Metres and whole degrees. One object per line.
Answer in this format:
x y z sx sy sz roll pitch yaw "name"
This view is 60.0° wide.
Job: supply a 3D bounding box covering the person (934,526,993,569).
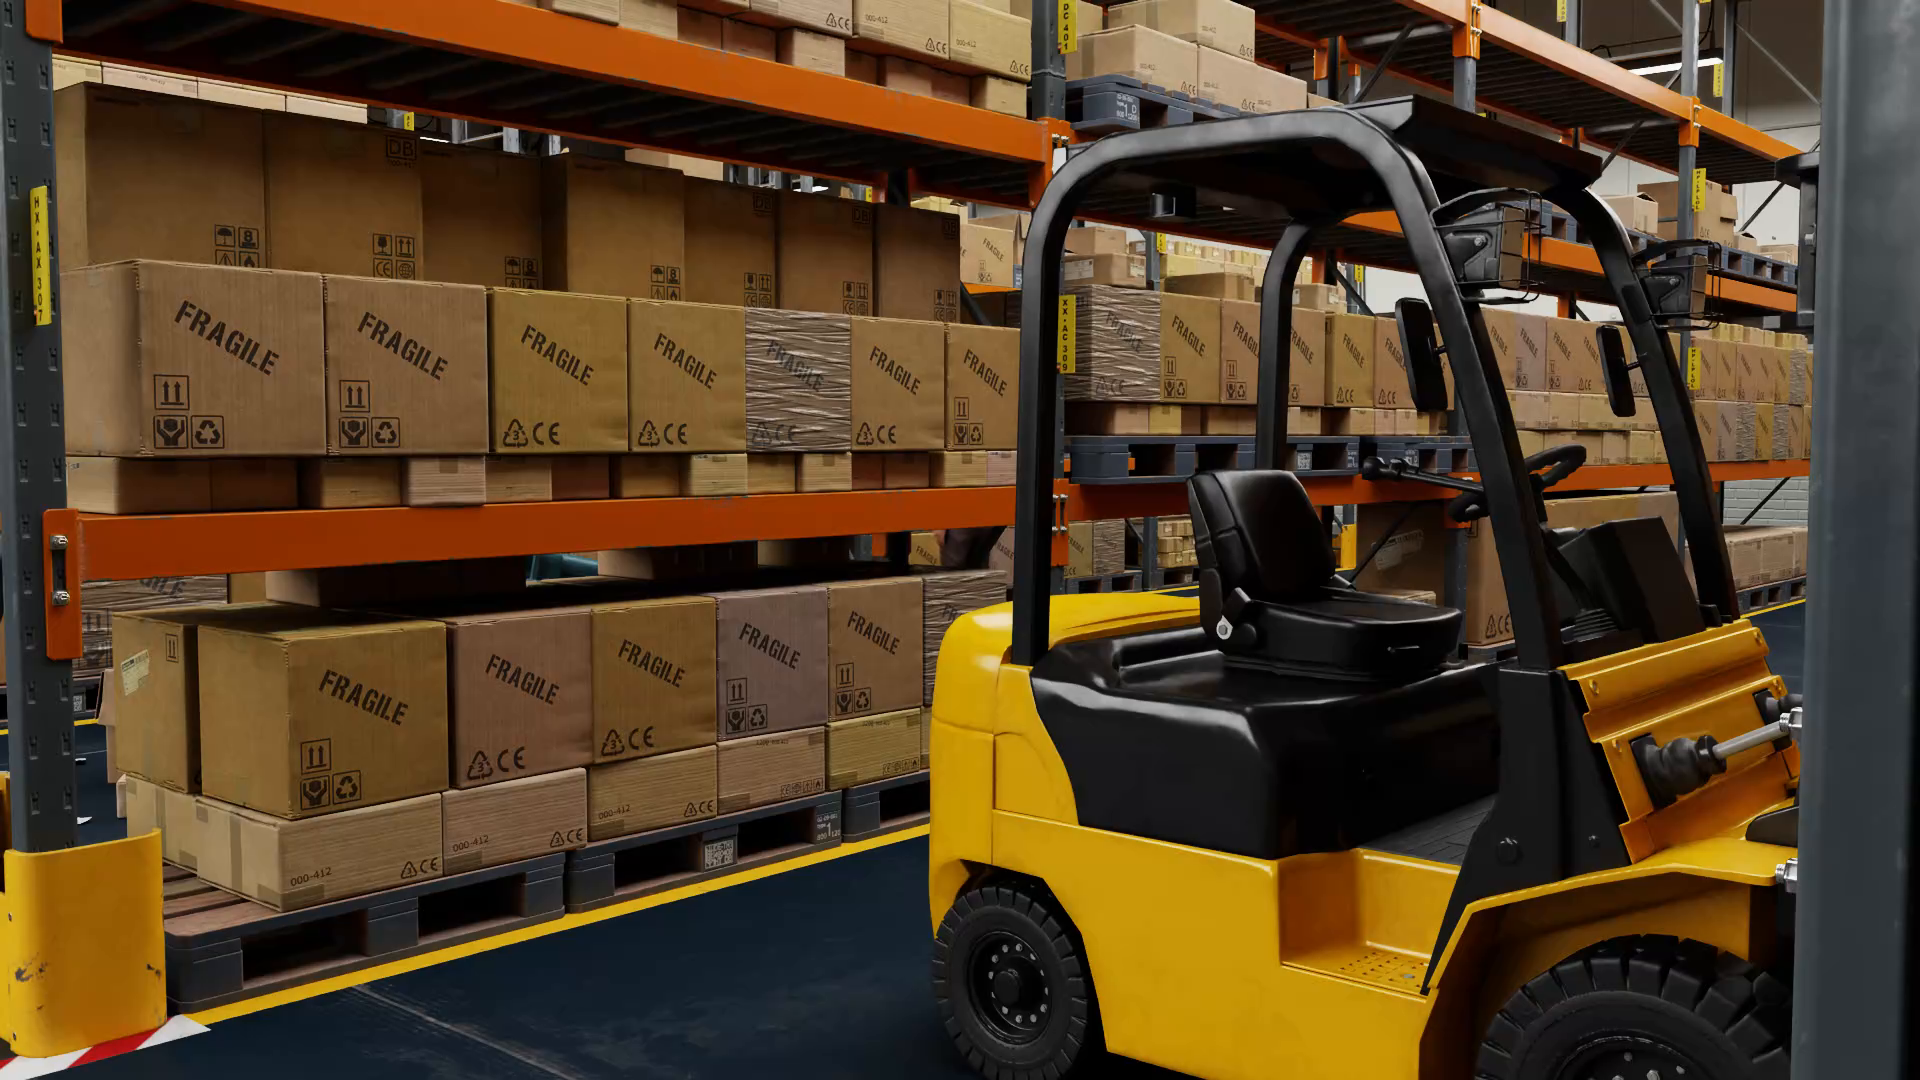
0.033 -0.072 11.970 0.362 1.756 0.531 3 5 42 "person"
